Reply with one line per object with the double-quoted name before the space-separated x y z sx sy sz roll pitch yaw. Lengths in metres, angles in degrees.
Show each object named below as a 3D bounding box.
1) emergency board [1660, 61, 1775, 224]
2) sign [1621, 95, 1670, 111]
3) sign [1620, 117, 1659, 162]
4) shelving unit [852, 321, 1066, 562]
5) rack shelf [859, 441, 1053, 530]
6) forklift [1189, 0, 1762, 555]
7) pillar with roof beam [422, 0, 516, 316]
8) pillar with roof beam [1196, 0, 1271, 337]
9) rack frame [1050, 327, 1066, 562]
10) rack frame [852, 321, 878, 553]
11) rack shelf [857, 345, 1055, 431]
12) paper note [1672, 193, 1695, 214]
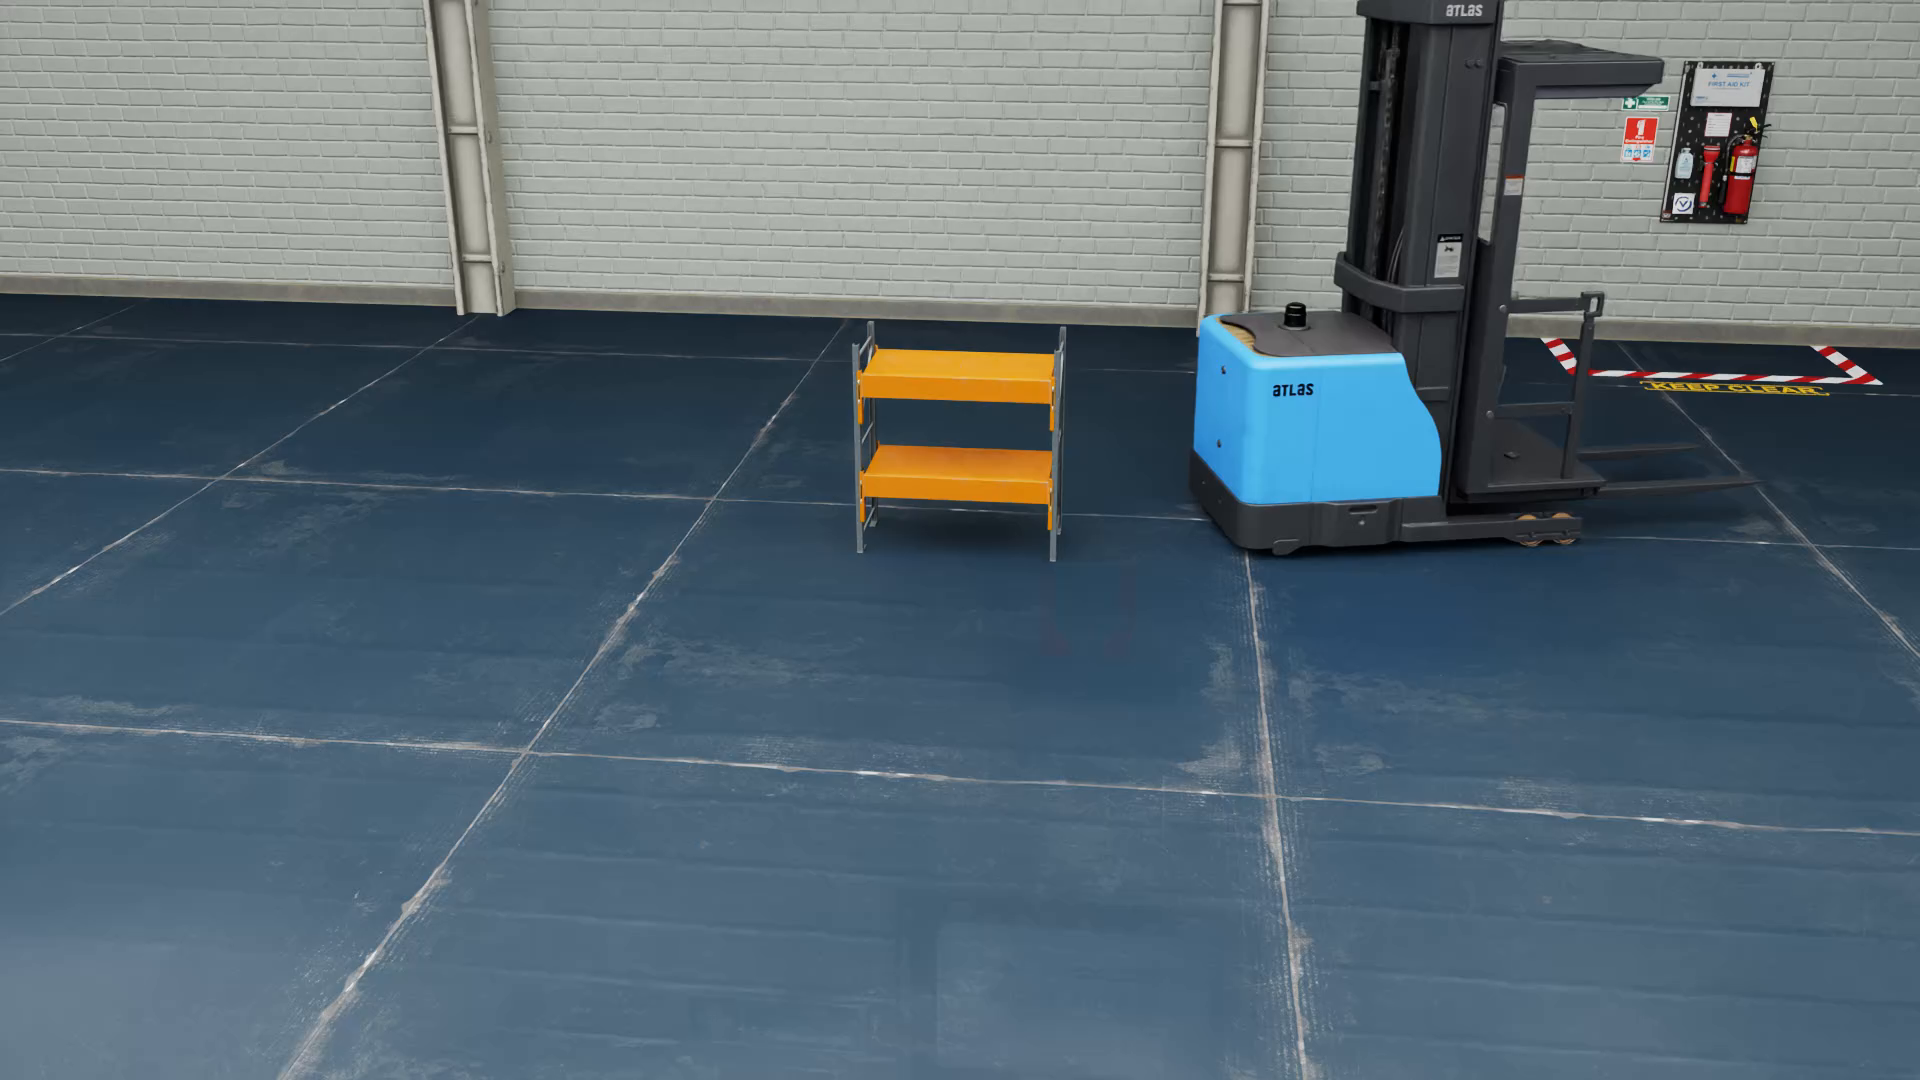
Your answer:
"emergency board" 5.567 -2.887 12.162 0.643 1.169 0.194 2 22 6
"sign" 5.034 -3.208 12.205 0.331 0.109 0.001 2 22 6
"sign" 5.030 -2.965 12.312 0.234 0.329 0.001 2 22 6
"shelving unit" 0.007 -0.523 8.732 1.048 1.125 0.538 2 22 6
"rack shelf" 0.007 -0.295 8.822 1.000 0.278 0.538 2 22 6
"forklift" 2.867 -1.517 8.789 3.031 2.935 1.130 -3 22 -8
"pillar with roof beam" -4.406 -4.503 8.091 0.400 9.000 9.100 2 22 6
"pillar with roof beam" 1.552 -4.244 7.435 0.400 9.000 9.100 2 22 6
"rack frame" 0.512 -0.501 8.677 0.032 1.125 0.500 2 22 6
"rack frame" -0.498 -0.545 8.788 0.032 1.125 0.500 2 22 6
"rack shelf" 0.007 -0.795 8.625 1.000 0.278 0.538 2 22 6
"paper note" 5.400 -2.510 12.407 0.142 0.148 0.016 2 22 6
